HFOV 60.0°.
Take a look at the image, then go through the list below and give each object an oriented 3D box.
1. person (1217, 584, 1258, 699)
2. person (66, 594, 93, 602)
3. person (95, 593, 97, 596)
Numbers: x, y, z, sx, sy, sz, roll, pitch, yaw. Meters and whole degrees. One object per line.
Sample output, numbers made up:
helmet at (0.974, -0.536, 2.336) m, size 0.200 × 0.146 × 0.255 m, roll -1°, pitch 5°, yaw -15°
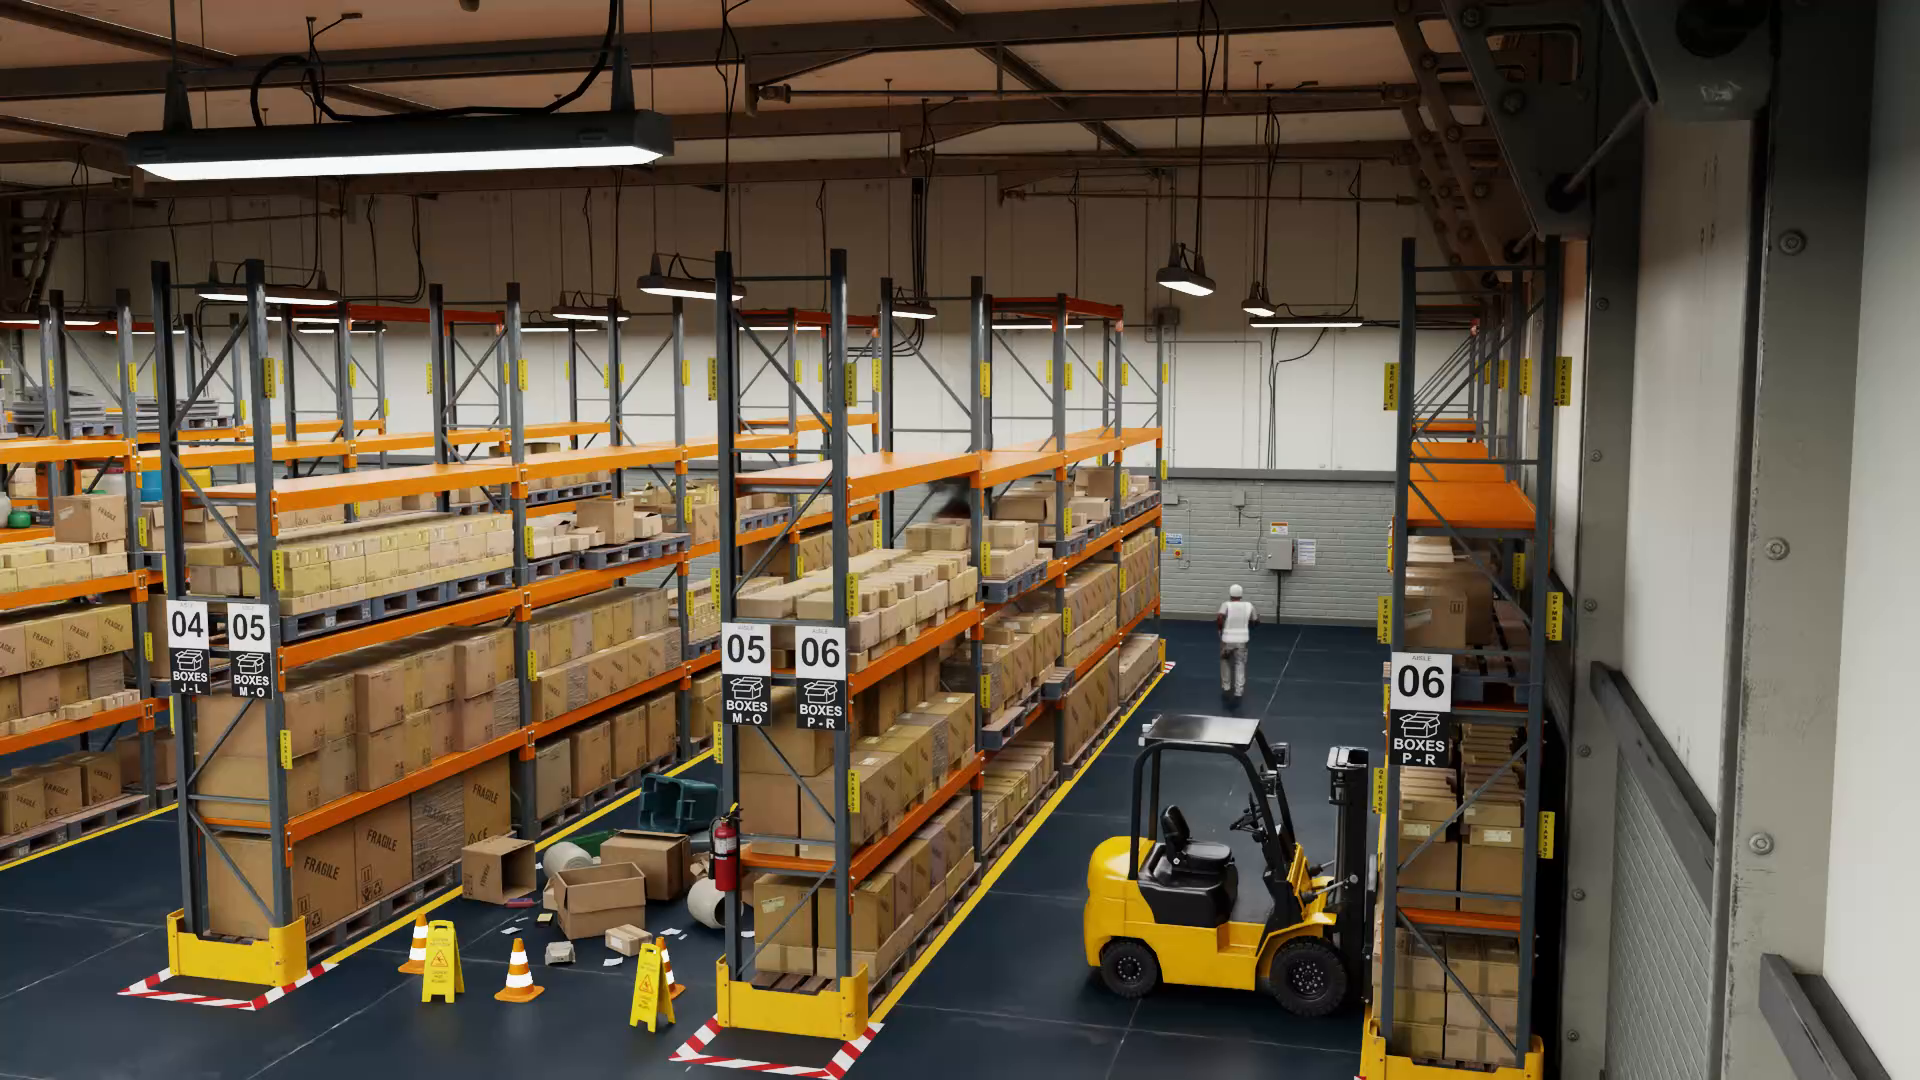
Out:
person at (4.242, 1.605, 25.472) m, size 0.651 × 1.837 × 0.852 m, roll 0°, pitch 6°, yaw 4°
person at (-14.369, 1.423, 27.169) m, size 0.664 × 1.779 × 0.880 m, roll 2°, pitch 6°, yaw 21°
person at (-15.122, 1.151, 29.603) m, size 0.653 × 1.711 × 0.972 m, roll 1°, pitch 6°, yaw 9°
